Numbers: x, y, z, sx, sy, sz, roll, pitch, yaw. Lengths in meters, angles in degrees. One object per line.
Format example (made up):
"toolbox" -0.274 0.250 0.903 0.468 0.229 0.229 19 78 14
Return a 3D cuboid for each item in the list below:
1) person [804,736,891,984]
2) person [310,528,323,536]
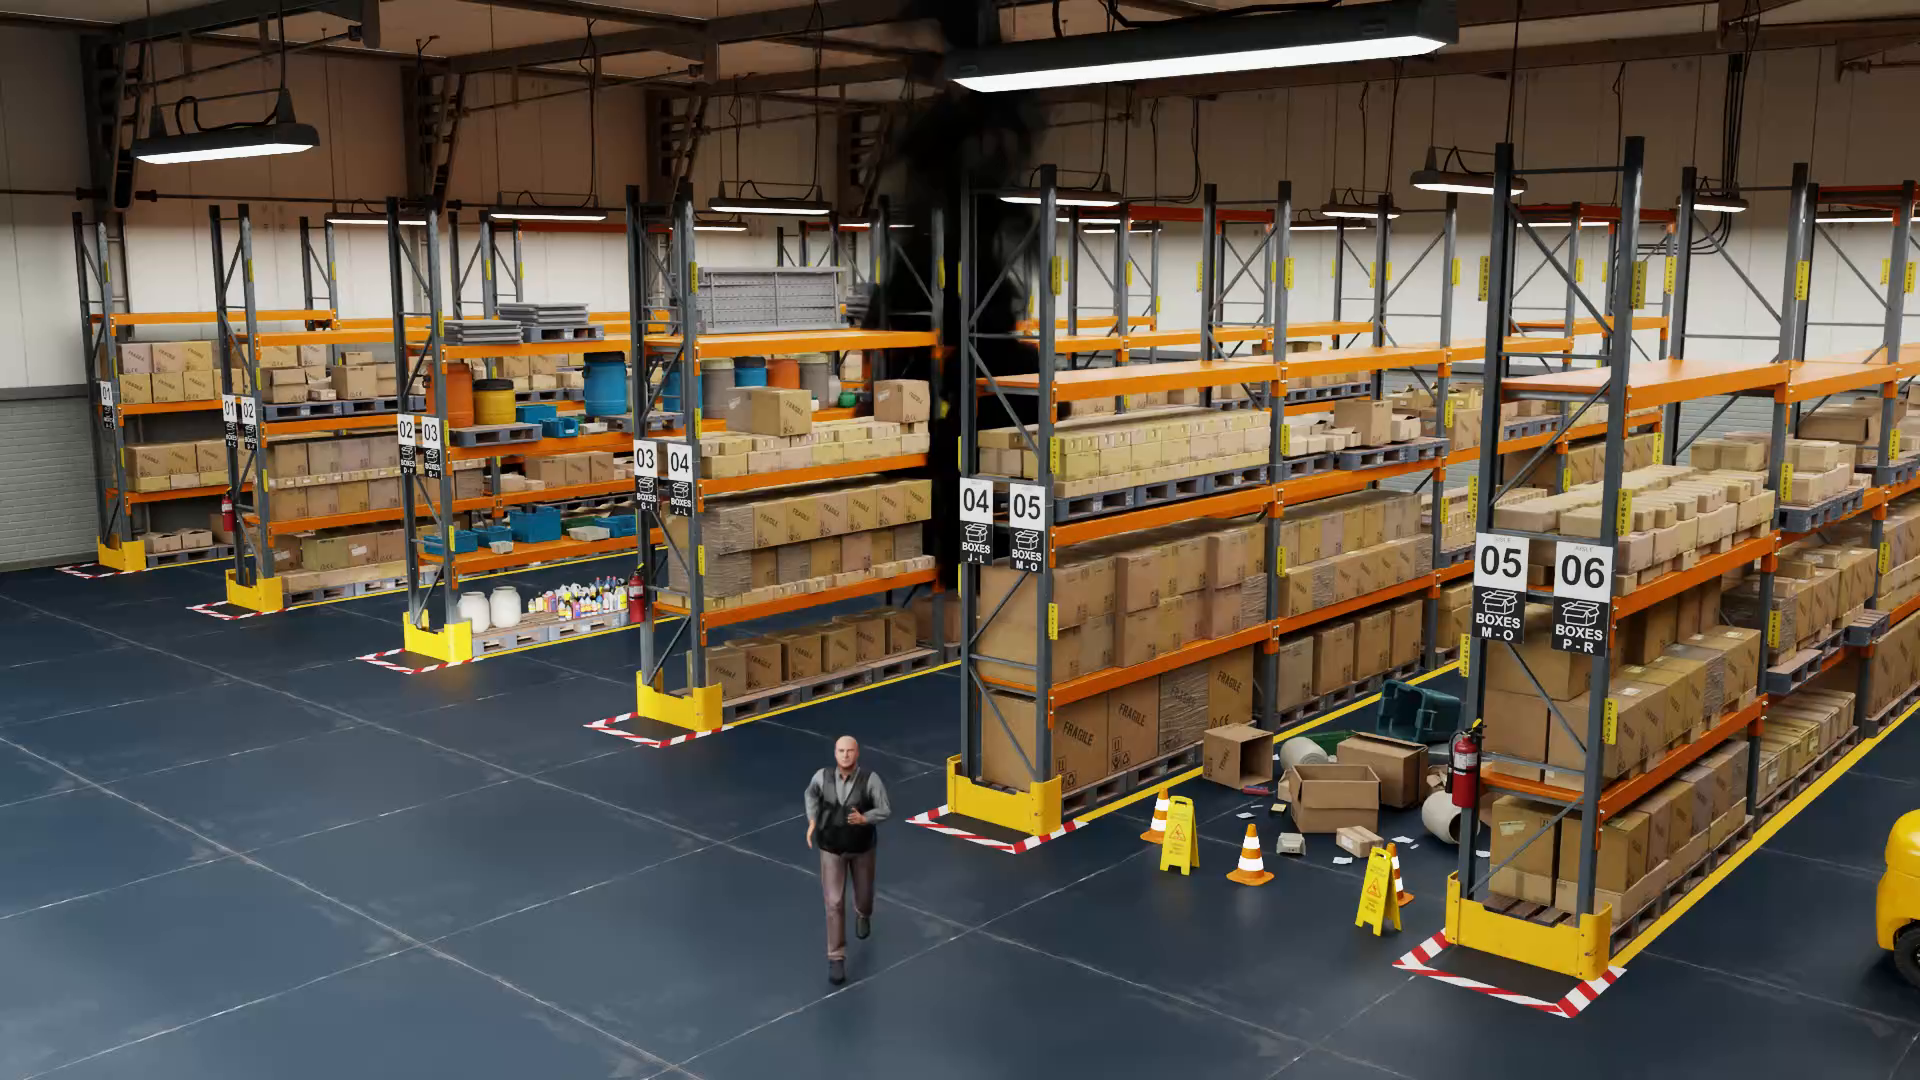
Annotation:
"person" -0.833 2.280 12.274 0.657 1.703 0.971 0 9 0
"person" -10.770 -0.312 28.006 0.618 1.669 0.890 5 11 27
